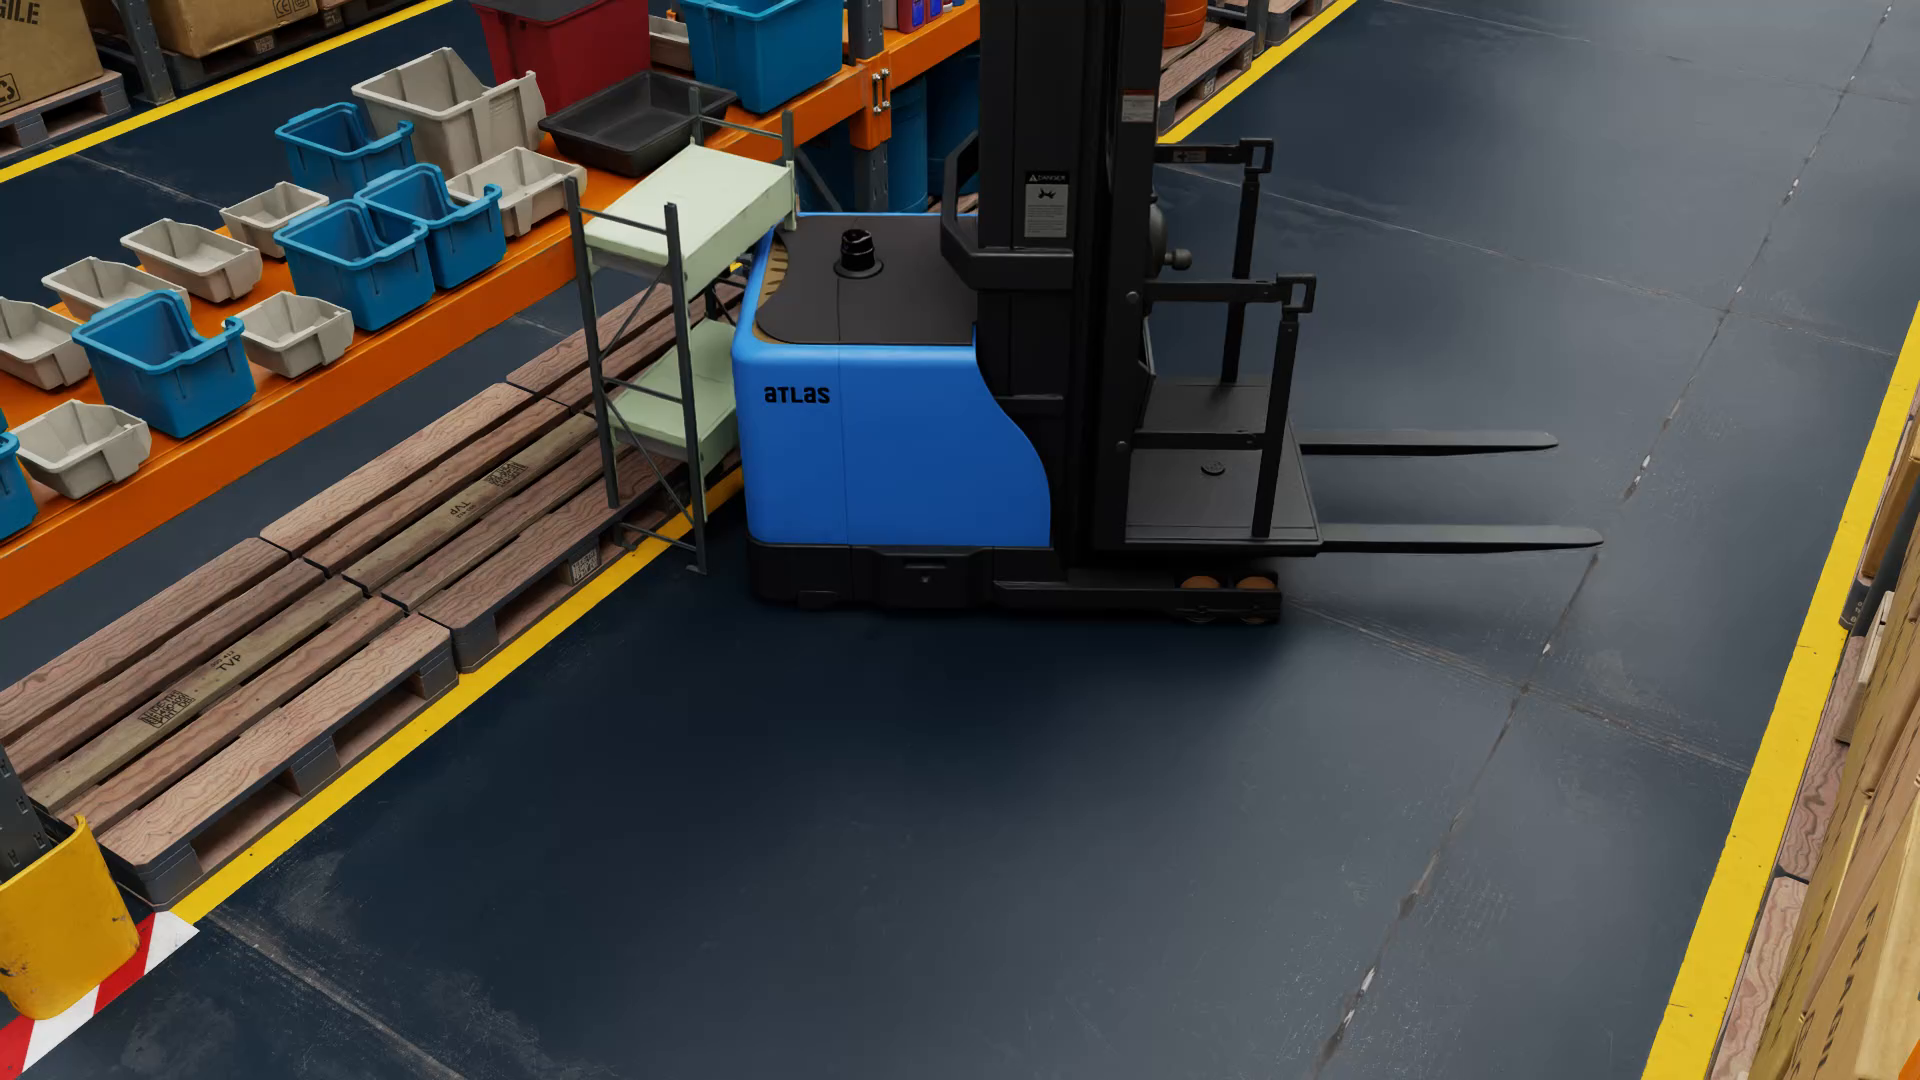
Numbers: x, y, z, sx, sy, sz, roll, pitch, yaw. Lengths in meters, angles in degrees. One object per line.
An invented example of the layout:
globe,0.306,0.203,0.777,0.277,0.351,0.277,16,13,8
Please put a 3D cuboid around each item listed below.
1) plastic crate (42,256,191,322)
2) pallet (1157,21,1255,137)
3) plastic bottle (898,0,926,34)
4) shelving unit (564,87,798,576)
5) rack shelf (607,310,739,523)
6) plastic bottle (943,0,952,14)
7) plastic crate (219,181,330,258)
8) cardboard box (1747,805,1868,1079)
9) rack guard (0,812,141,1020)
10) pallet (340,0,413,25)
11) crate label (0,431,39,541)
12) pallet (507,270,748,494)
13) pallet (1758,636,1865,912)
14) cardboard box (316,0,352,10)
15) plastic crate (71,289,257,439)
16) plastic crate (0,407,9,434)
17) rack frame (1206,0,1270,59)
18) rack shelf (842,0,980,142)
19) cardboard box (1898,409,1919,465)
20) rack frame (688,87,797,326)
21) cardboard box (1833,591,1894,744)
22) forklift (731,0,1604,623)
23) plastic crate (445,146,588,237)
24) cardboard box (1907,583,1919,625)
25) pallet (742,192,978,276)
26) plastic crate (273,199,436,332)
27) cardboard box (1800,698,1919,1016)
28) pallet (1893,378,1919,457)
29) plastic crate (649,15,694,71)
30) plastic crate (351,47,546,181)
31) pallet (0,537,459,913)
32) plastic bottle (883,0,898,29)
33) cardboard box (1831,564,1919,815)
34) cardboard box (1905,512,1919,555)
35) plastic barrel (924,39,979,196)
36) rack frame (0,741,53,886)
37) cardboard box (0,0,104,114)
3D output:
plastic crate,-2.446,-0.699,4.867,0.396,0.136,0.243,21,42,25
pallet,1.002,-2.755,9.651,1.003,0.211,1.213,21,42,25
plastic bottle,-0.198,-2.221,6.769,0.061,0.283,0.133,21,42,25
shelving unit,-0.924,-0.717,5.895,0.431,1.500,0.755,18,42,18
rack shelf,-0.934,-0.467,6.104,0.431,0.370,0.720,18,42,18
plastic bottle,-0.080,-2.323,6.969,0.097,0.201,0.097,0,38,0
plastic crate,-2.174,-1.009,5.269,0.298,0.136,0.250,21,42,25
cardboard box,1.568,0.839,2.623,0.500,0.500,0.500,22,43,25
rack guard,-2.899,0.851,4.736,1.175,0.500,0.348,21,42,25
pallet,-3.934,-3.787,10.990,1.003,0.211,1.213,21,42,25
crate label,-2.487,-0.132,4.053,0.416,0.233,0.303,21,42,25
pallet,-1.115,-0.721,7.013,1.003,0.211,1.213,21,42,25
pallet,3.058,0.863,4.958,1.003,0.211,1.213,21,42,25
cardboard box,-4.132,-3.960,10.326,1.225,0.875,0.875,20,42,24
plastic crate,-2.134,-0.472,4.493,0.416,0.233,0.300,21,42,25
plastic crate,-2.876,-0.427,4.269,0.616,0.435,0.499,21,42,25
rack frame,1.389,-4.280,9.345,1.000,3.000,0.127,21,42,25
rack shelf,0.317,-2.964,8.227,1.077,0.370,4.000,21,42,25
cardboard box,3.721,-0.380,5.973,0.500,0.500,0.500,21,42,25
rack frame,-0.772,-0.927,6.154,0.400,1.500,0.023,18,42,18
cardboard box,3.019,0.441,5.063,0.500,0.311,0.500,21,42,25
forklift,0.770,-1.197,5.402,3.031,2.935,1.130,1,38,1
plastic crate,-1.433,-1.141,5.440,0.293,0.136,0.466,21,42,25
cardboard box,2.108,-0.082,2.999,0.500,0.500,0.500,23,43,26
pallet,-0.306,-1.497,8.019,1.003,0.211,1.213,21,42,25
plastic crate,-1.782,-0.811,4.933,0.416,0.233,0.300,21,42,25
cardboard box,1.559,0.451,2.307,0.500,0.500,0.500,22,43,26
pallet,4.483,-0.554,6.796,1.003,0.211,1.213,21,42,25
plastic crate,-1.124,-1.944,6.481,0.396,0.136,0.243,21,42,25
plastic crate,-1.728,-1.467,5.745,0.437,0.282,0.530,21,42,25
pallet,-2.423,0.537,5.381,1.003,0.211,1.213,21,42,25
plastic bottle,-0.270,-2.294,6.810,0.144,0.351,0.185,21,42,25
cardboard box,2.110,0.324,3.292,0.500,0.500,0.500,21,42,25
cardboard box,2.651,-0.196,3.966,0.500,0.500,0.500,22,43,26
plastic barrel,-0.069,-2.193,8.012,0.600,0.901,0.708,21,42,25
rack frame,-2.897,-0.155,3.995,1.000,3.000,0.127,21,42,25
cardboard box,-5.358,-2.848,8.884,0.875,0.875,0.875,21,42,25
